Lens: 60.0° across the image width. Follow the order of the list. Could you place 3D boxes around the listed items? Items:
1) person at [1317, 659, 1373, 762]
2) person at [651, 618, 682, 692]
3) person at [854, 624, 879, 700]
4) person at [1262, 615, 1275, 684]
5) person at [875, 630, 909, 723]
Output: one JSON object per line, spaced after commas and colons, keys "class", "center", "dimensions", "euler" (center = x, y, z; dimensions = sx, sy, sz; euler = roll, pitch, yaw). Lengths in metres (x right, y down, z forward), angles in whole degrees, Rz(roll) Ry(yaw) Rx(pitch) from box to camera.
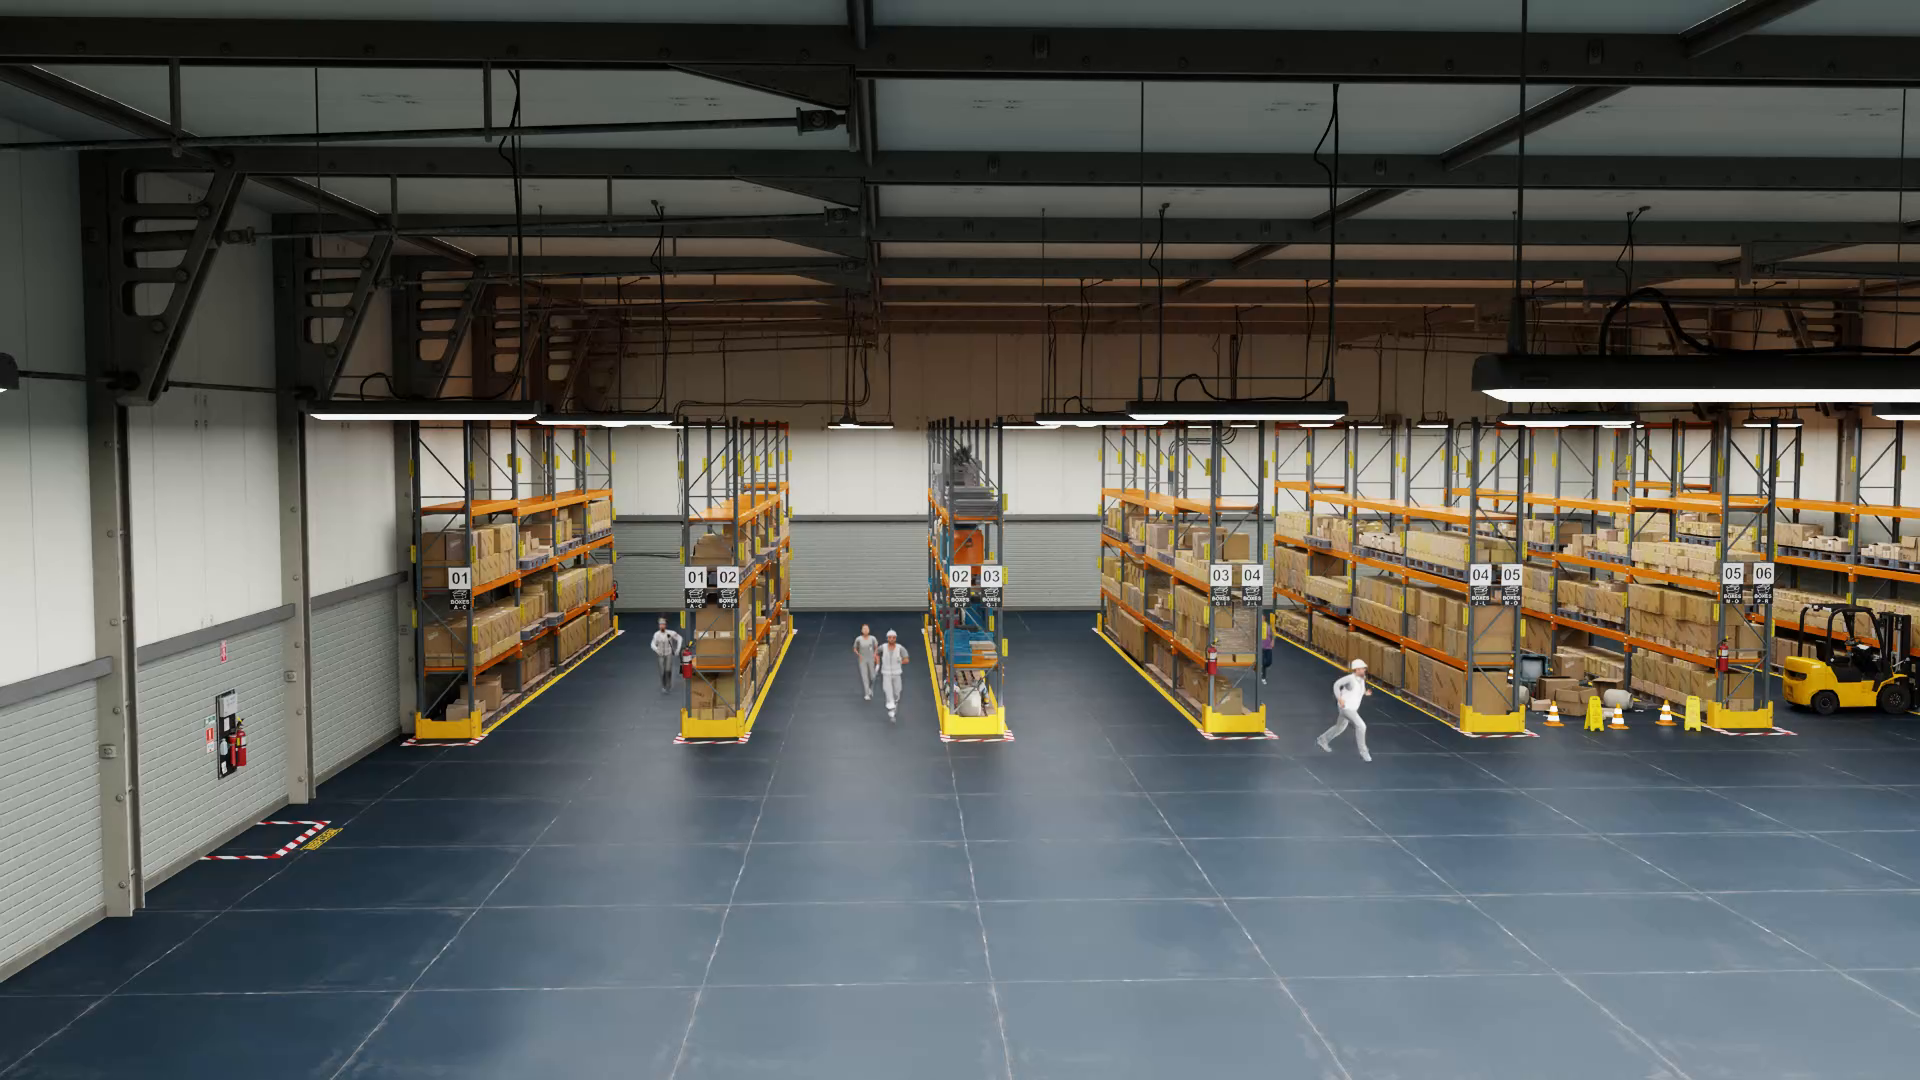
{"class": "person", "center": [6.746, 2.959, 29.095], "dimensions": [1.020, 1.787, 0.658], "euler": [2, 4, 29]}
{"class": "person", "center": [-6.424, 2.524, 36.297], "dimensions": [0.639, 1.654, 0.715], "euler": [0, 4, 2]}
{"class": "person", "center": [-1.983, 2.594, 35.352], "dimensions": [0.539, 1.626, 0.541], "euler": [-1, 4, -8]}
{"class": "person", "center": [6.912, 2.479, 37.914], "dimensions": [0.537, 1.568, 0.506], "euler": [0, 4, -3]}
{"class": "person", "center": [-1.341, 2.657, 32.811], "dimensions": [0.661, 1.769, 0.993], "euler": [0, 4, -6]}
